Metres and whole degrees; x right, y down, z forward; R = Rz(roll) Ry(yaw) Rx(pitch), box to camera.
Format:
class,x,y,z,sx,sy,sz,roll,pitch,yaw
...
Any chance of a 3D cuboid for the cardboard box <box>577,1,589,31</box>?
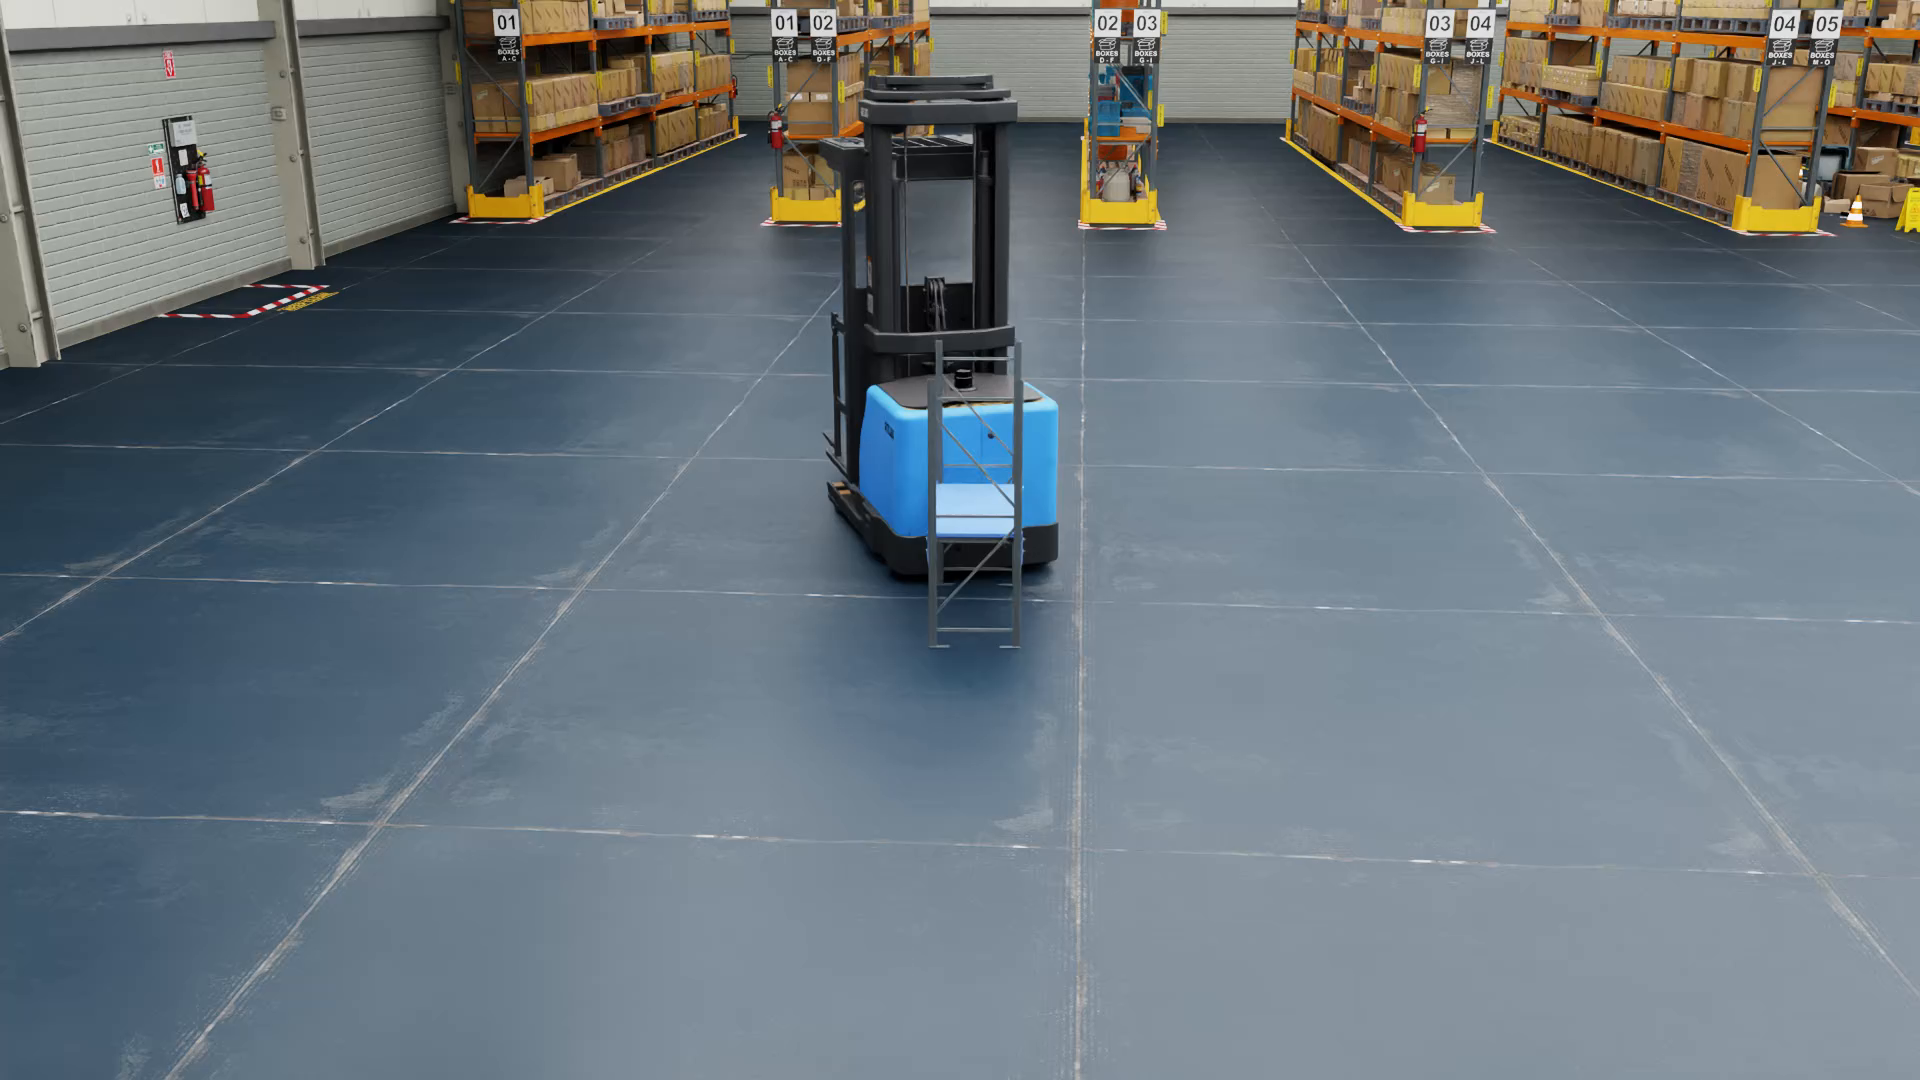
class,x,y,z,sx,sy,sz,roll,pitch,yaw
cardboard box,-6.844,-9.205,29.187,0.500,0.500,0.500,2,18,5

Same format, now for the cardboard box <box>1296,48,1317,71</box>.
class,x,y,z,sx,sy,sz,roll,pitch,yaw
cardboard box,8.289,-11.409,39.483,0.500,0.500,0.500,1,18,3

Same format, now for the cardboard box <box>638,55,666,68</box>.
class,x,y,z,sx,sy,sz,roll,pitch,yaw
cardboard box,-6.440,-9.985,34.703,0.500,0.250,0.500,1,18,3

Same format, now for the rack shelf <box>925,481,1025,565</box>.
class,x,y,z,sx,sy,sz,roll,pitch,yaw
rack shelf,0.094,-0.108,9.423,0.538,0.185,1.000,0,18,1

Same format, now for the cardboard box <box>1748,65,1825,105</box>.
class,x,y,z,sx,sy,sz,roll,pitch,yaw
cardboard box,12.486,-6.868,25.091,0.875,0.550,0.550,1,18,4

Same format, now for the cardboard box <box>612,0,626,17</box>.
class,x,y,z,sx,sy,sz,roll,pitch,yaw
cardboard box,-6.952,-10.211,32.254,0.797,0.503,0.637,4,19,12

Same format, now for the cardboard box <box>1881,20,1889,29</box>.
class,x,y,z,sx,sy,sz,roll,pitch,yaw
cardboard box,17.747,-9.787,31.560,0.380,0.149,0.250,1,18,4

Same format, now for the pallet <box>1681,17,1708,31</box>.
class,x,y,z,sx,sy,sz,roll,pitch,yaw
pallet,12.639,-8.541,27.497,1.003,0.211,1.213,1,18,4

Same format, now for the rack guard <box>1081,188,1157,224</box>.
class,x,y,z,sx,sy,sz,roll,pitch,yaw
rack guard,2.500,-5.259,26.169,1.175,0.500,0.348,1,18,4

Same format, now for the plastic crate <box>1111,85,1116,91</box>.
class,x,y,z,sx,sy,sz,roll,pitch,yaw
plastic crate,3.577,-10.194,37.542,0.396,0.136,0.243,1,18,4

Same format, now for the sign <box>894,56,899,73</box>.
class,x,y,z,sx,sy,sz,roll,pitch,yaw
sign,-1.272,-9.557,33.414,0.100,0.325,0.005,1,18,4

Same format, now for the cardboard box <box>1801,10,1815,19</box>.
class,x,y,z,sx,sy,sz,roll,pitch,yaw
cardboard box,12.766,-7.822,24.728,0.380,0.149,0.250,1,18,4

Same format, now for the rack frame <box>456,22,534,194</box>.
class,x,y,z,sx,sy,sz,roll,pitch,yaw
rack frame,-7.341,-6.643,26.380,1.000,3.000,0.127,1,18,4

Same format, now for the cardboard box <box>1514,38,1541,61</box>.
class,x,y,z,sx,sy,sz,roll,pitch,yaw
cardboard box,13.182,-11.351,38.504,0.500,0.500,0.500,1,18,3

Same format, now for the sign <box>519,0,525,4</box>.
class,x,y,z,sx,sy,sz,roll,pitch,yaw
sign,-6.799,-8.472,25.740,0.100,0.325,0.005,1,18,4

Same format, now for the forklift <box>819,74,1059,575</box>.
class,x,y,z,sx,sy,sz,roll,pitch,yaw
forklift,-0.298,-1.603,11.107,1.130,2.935,3.031,-5,19,-16

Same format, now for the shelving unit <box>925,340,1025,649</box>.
class,x,y,z,sx,sy,sz,roll,pitch,yaw
shelving unit,0.094,-0.279,9.367,0.538,1.500,1.048,0,18,1

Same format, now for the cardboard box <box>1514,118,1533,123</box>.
class,x,y,z,sx,sy,sz,roll,pitch,yaw
cardboard box,13.182,-9.782,38.909,0.380,0.149,0.250,2,18,6

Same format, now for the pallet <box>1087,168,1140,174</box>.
class,x,y,z,sx,sy,sz,roll,pitch,yaw
pallet,2.930,-6.964,31.837,1.003,0.211,1.213,1,18,4

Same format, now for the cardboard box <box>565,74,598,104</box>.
class,x,y,z,sx,sy,sz,roll,pitch,yaw
cardboard box,-6.779,-8.026,29.605,0.500,0.500,0.500,1,18,4

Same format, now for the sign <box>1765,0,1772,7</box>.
class,x,y,z,sx,sy,sz,roll,pitch,yaw
sign,11.881,-7.994,24.391,0.100,0.325,0.005,1,18,4

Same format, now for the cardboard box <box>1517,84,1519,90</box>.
class,x,y,z,sx,sy,sz,roll,pitch,yaw
cardboard box,13.243,-10.596,38.848,0.380,0.149,0.250,1,18,3

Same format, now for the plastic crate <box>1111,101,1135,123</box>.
class,x,y,z,sx,sy,sz,roll,pitch,yaw
plastic crate,2.663,-7.475,29.018,0.767,0.338,0.504,1,18,4

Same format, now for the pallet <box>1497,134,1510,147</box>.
class,x,y,z,sx,sy,sz,roll,pitch,yaw
pallet,13.469,-9.538,39.694,1.003,0.211,1.213,1,18,4

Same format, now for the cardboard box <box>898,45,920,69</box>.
class,x,y,z,sx,sy,sz,roll,pitch,yaw
cardboard box,-1.188,-11.084,38.165,0.500,0.500,0.500,1,18,2

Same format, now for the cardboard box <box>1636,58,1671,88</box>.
class,x,y,z,sx,sy,sz,roll,pitch,yaw
cardboard box,12.847,-8.562,30.470,0.700,0.500,0.500,1,18,3

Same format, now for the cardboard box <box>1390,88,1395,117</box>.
class,x,y,z,sx,sy,sz,roll,pitch,yaw
cardboard box,7.668,-7.292,27.722,0.875,0.500,0.500,1,18,4

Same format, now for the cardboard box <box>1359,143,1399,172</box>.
class,x,y,z,sx,sy,sz,roll,pitch,yaw
cardboard box,7.966,-7.260,31.570,0.700,0.500,0.500,3,18,9

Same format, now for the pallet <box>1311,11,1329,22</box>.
class,x,y,z,sx,sy,sz,roll,pitch,yaw
pallet,8.411,-11.676,37.063,1.003,0.211,1.213,1,18,4

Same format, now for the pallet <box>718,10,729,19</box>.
class,x,y,z,sx,sy,sz,roll,pitch,yaw
pallet,-6.236,-12.765,40.388,1.003,0.211,1.213,1,18,4

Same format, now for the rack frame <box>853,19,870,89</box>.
class,x,y,z,sx,sy,sz,roll,pitch,yaw
rack frame,-2.113,-7.776,29.837,1.000,3.000,0.127,1,18,4

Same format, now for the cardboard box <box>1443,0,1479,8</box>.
class,x,y,z,sx,sy,sz,roll,pitch,yaw
cardboard box,7.857,-8.618,26.149,0.500,0.500,0.500,1,18,4

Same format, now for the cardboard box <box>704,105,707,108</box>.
class,x,y,z,sx,sy,sz,roll,pitch,yaw
cardboard box,-6.388,-10.521,40.512,0.380,0.149,0.250,1,18,4

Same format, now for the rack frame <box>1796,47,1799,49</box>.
class,x,y,z,sx,sy,sz,roll,pitch,yaw
rack frame,18.226,-9.817,36.066,1.000,3.000,0.127,1,18,4

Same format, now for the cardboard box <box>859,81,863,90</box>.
class,x,y,z,sx,sy,sz,roll,pitch,yaw
cardboard box,-1.918,-8.043,29.448,0.380,0.149,0.250,1,18,4

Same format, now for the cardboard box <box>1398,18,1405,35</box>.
class,x,y,z,sx,sy,sz,roll,pitch,yaw
cardboard box,7.371,-8.291,26.834,0.500,0.250,0.500,1,18,3

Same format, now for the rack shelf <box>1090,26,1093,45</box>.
class,x,y,z,sx,sy,sz,roll,pitch,yaw
rack shelf,2.971,-9.369,31.037,1.077,0.370,4.000,1,18,4

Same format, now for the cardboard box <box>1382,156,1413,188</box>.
class,x,y,z,sx,sy,sz,roll,pitch,yaw
cardboard box,7.699,-6.442,29.106,0.500,0.500,0.500,1,18,2

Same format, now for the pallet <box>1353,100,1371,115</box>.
class,x,y,z,sx,sy,sz,roll,pitch,yaw
pallet,7.954,-8.089,31.101,1.003,0.211,1.213,1,18,4

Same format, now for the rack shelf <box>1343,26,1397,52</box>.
class,x,y,z,sx,sy,sz,roll,pitch,yaw
rack shelf,7.911,-9.258,30.699,1.077,0.370,4.000,1,18,4

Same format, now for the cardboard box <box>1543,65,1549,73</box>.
class,x,y,z,sx,sy,sz,roll,pitch,yaw
cardboard box,12.794,-10.147,35.847,0.380,0.149,0.250,2,18,7

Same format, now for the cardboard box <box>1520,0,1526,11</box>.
class,x,y,z,sx,sy,sz,roll,pitch,yaw
cardboard box,13.193,-12.281,38.206,0.500,0.250,0.500,1,18,5

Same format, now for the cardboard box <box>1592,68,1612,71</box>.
class,x,y,z,sx,sy,sz,roll,pitch,yaw
cardboard box,13.353,-9.725,34.560,0.380,0.149,0.250,0,18,1

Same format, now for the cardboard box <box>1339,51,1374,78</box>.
class,x,y,z,sx,sy,sz,roll,pitch,yaw
cardboard box,8.173,-9.749,34.088,0.797,0.503,0.637,2,18,5

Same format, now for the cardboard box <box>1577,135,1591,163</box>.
class,x,y,z,sx,sy,sz,roll,pitch,yaw
cardboard box,12.781,-7.876,33.482,0.500,0.500,0.500,1,18,4

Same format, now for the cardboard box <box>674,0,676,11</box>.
class,x,y,z,sx,sy,sz,roll,pitch,yaw
cardboard box,-6.665,-12.189,37.894,0.500,0.250,0.500,1,18,4

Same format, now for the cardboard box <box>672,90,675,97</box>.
class,x,y,z,sx,sy,sz,roll,pitch,yaw
cardboard box,-6.387,-9.673,35.998,0.380,0.149,0.250,2,18,6

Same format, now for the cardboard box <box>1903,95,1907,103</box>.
class,x,y,z,sx,sy,sz,roll,pitch,yaw
cardboard box,17.650,-8.137,30.668,0.380,0.149,0.250,2,18,6

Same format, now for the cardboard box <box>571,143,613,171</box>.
class,x,y,z,sx,sy,sz,roll,pitch,yaw
cardboard box,-7.031,-7.297,31.684,0.700,0.500,0.500,1,18,3

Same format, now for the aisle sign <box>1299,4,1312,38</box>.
class,x,y,z,sx,sy,sz,roll,pitch,yaw
aisle sign,8.334,-12.545,40.217,0.394,0.787,0.004,1,18,4
